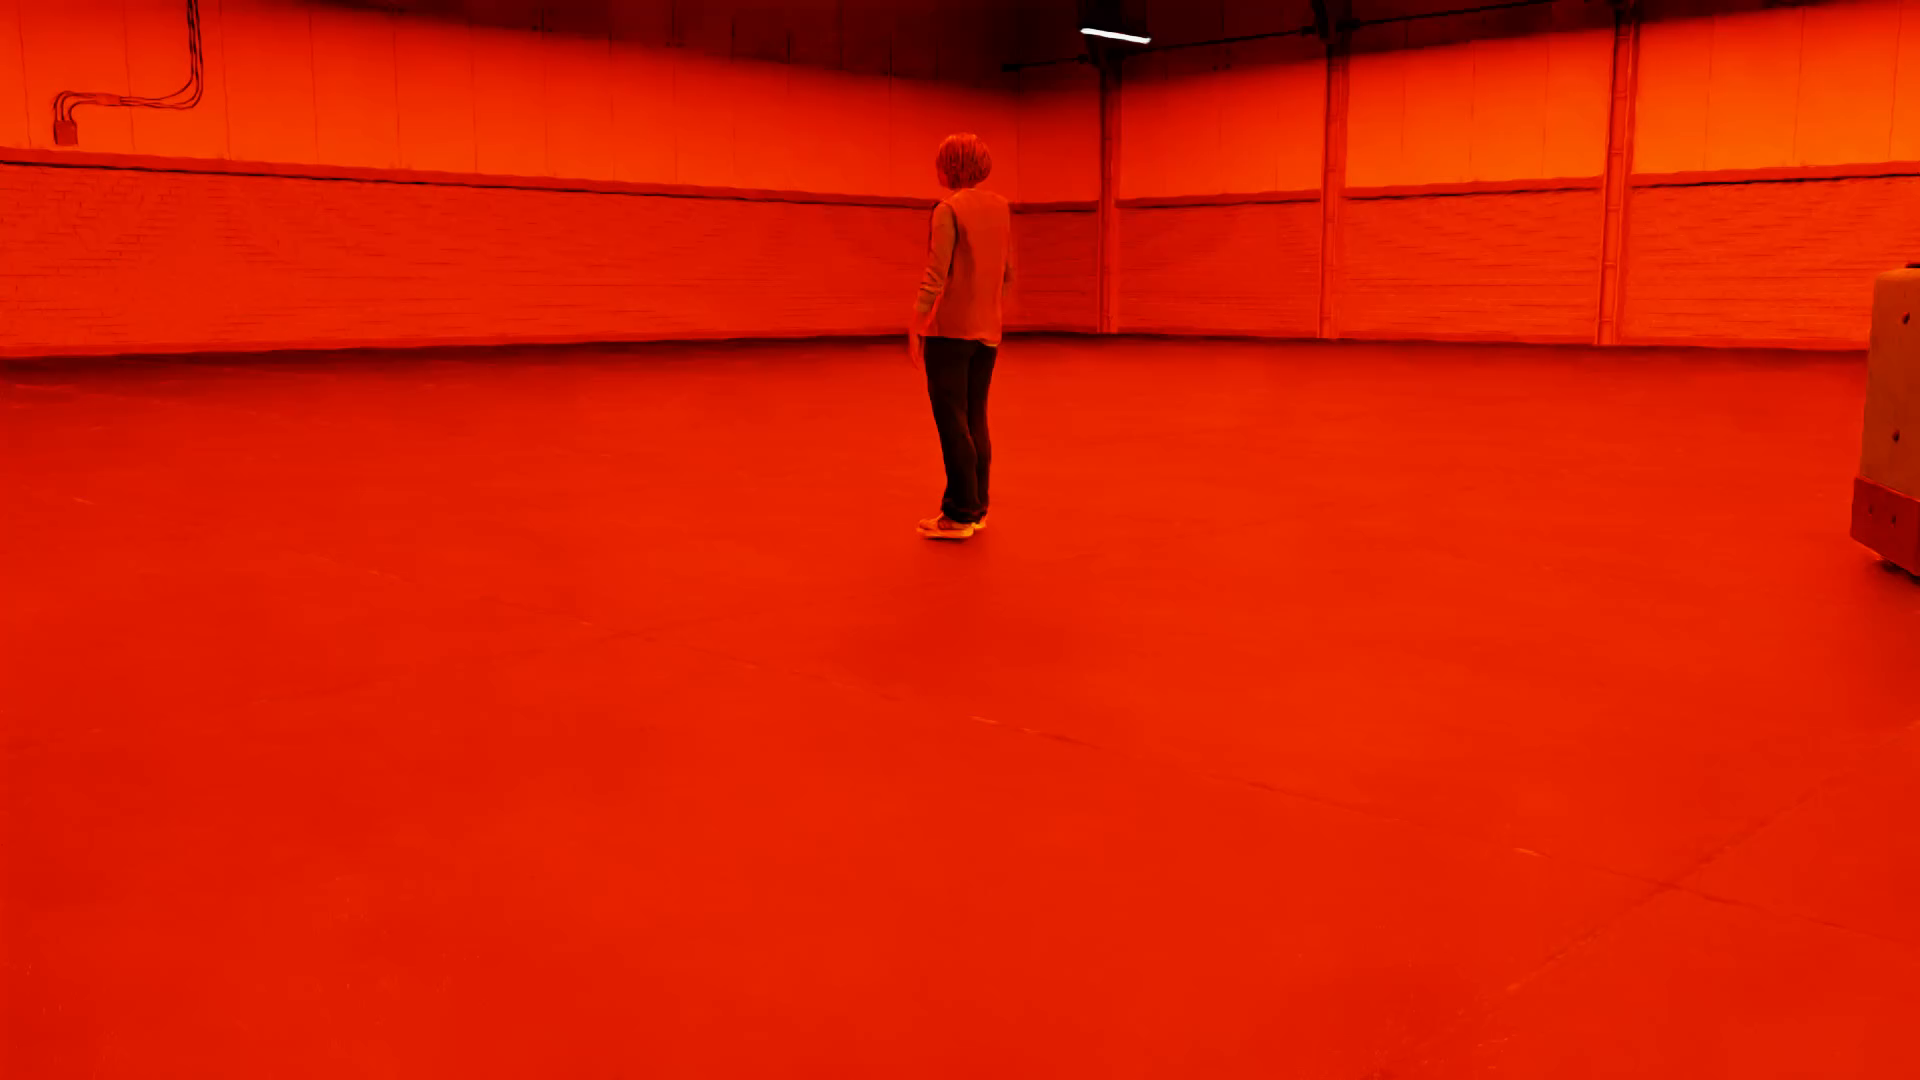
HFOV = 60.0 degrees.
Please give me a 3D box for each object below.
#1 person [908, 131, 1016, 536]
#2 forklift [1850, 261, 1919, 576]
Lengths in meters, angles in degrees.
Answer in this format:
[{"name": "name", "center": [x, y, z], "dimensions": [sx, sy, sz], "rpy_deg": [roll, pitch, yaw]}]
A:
[{"name": "person", "center": [-0.044, -0.806, 6.658], "dimensions": [0.474, 1.597, 0.520], "rpy_deg": [8, 12, 43]}, {"name": "forklift", "center": [4.719, -1.267, 5.288], "dimensions": [3.031, 2.935, 1.130], "rpy_deg": [2, 9, 15]}]
